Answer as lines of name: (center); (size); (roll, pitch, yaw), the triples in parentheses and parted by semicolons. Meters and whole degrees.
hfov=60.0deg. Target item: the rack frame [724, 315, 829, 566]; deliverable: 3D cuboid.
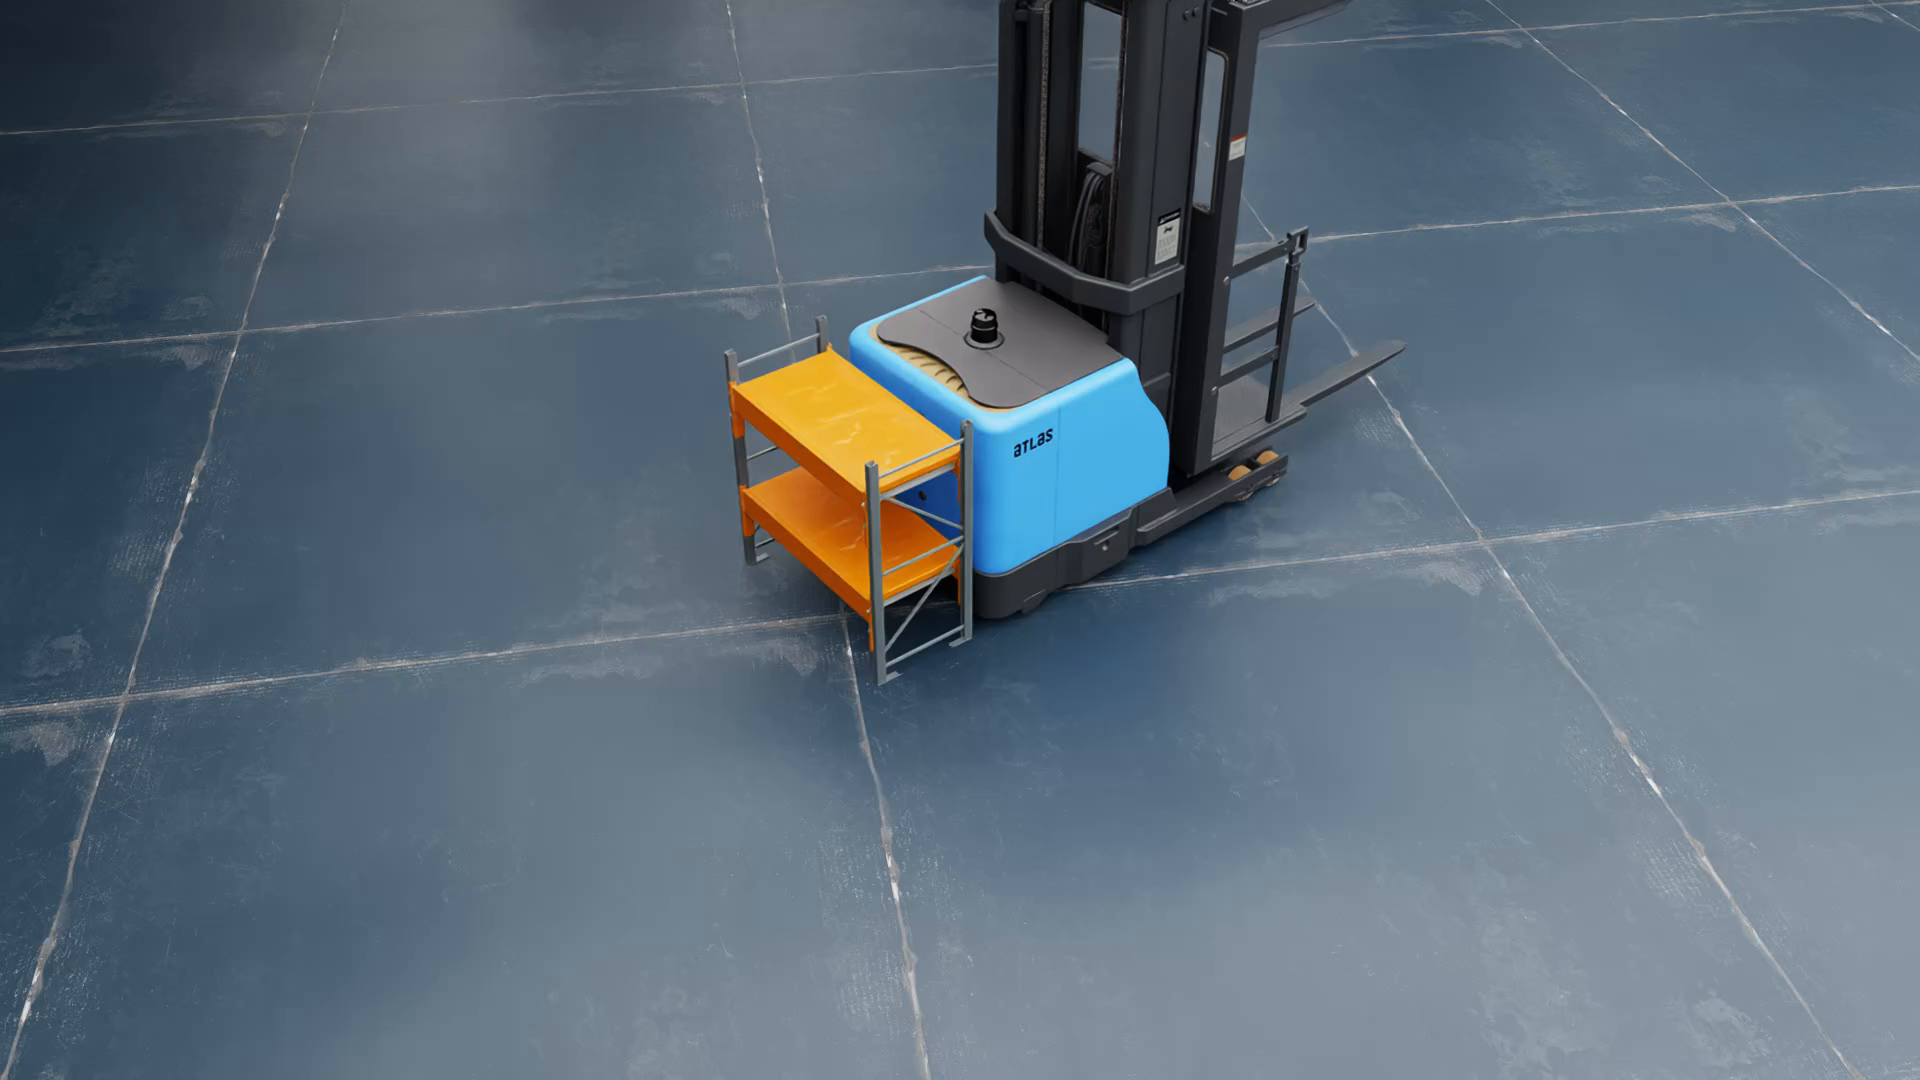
rack frame: (-0.777, -0.425, 7.380); (0.500, 1.125, 0.032); (-25, 44, -29)

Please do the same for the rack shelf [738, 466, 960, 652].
rack shelf: (-0.465, 0.015, 7.212); (0.538, 0.278, 1.000); (-25, 44, -29)

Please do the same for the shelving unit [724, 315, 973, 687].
shelving unit: (-0.465, -0.178, 7.062); (0.538, 1.125, 1.048); (-25, 44, -29)

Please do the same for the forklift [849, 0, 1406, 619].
forklift: (0.962, -1.571, 7.383); (3.031, 2.935, 1.130); (-27, 45, -30)

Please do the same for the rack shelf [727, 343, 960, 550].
rack shelf: (-0.465, -0.409, 6.883); (0.538, 0.278, 1.000); (-25, 44, -29)

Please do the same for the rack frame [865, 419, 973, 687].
rack frame: (-0.154, 0.068, 6.745); (0.500, 1.125, 0.032); (-25, 44, -29)
